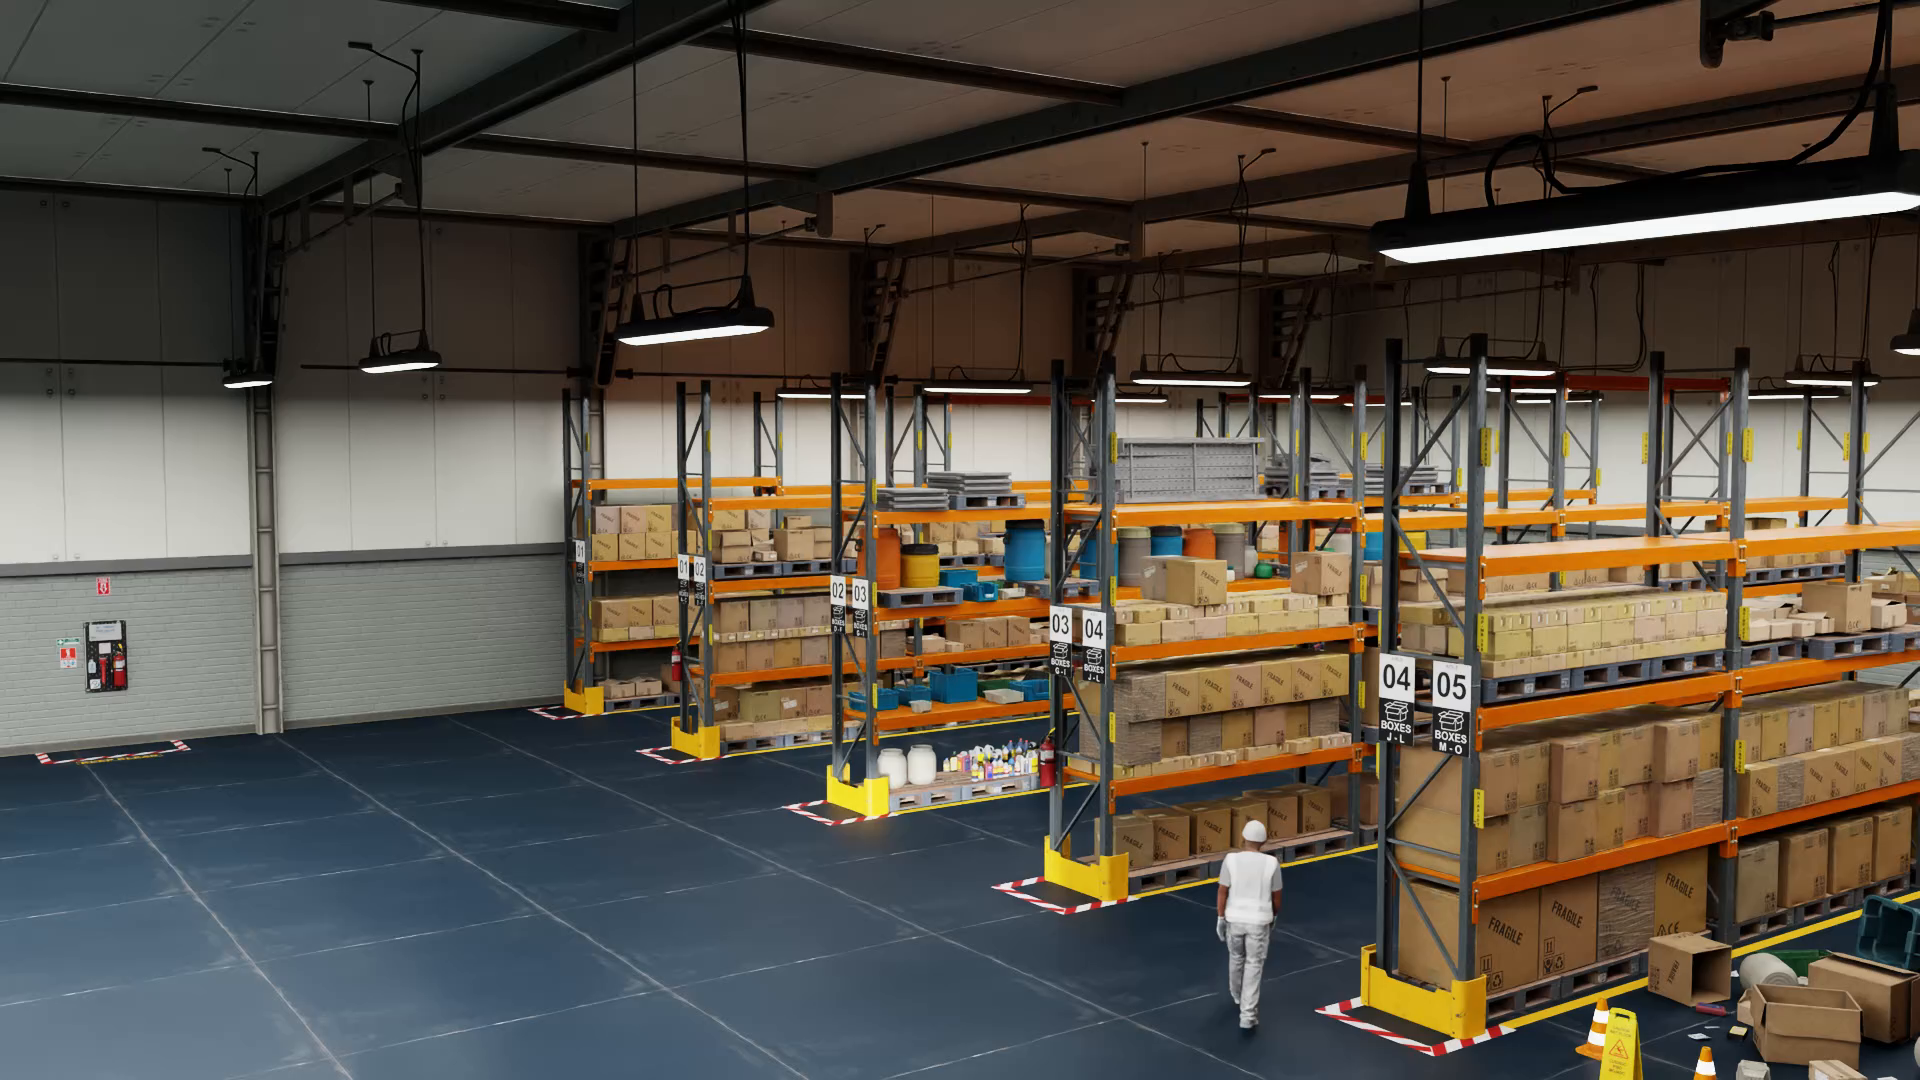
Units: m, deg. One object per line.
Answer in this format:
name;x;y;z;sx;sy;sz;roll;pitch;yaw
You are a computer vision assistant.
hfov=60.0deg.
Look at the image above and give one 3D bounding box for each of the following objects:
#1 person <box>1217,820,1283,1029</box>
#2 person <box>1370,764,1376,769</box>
person;2.566;3.328;14.650;0.549;1.734;1.011;1;4;21
person;6.783;2.680;25.445;1.084;1.655;0.539;-2;4;-31
